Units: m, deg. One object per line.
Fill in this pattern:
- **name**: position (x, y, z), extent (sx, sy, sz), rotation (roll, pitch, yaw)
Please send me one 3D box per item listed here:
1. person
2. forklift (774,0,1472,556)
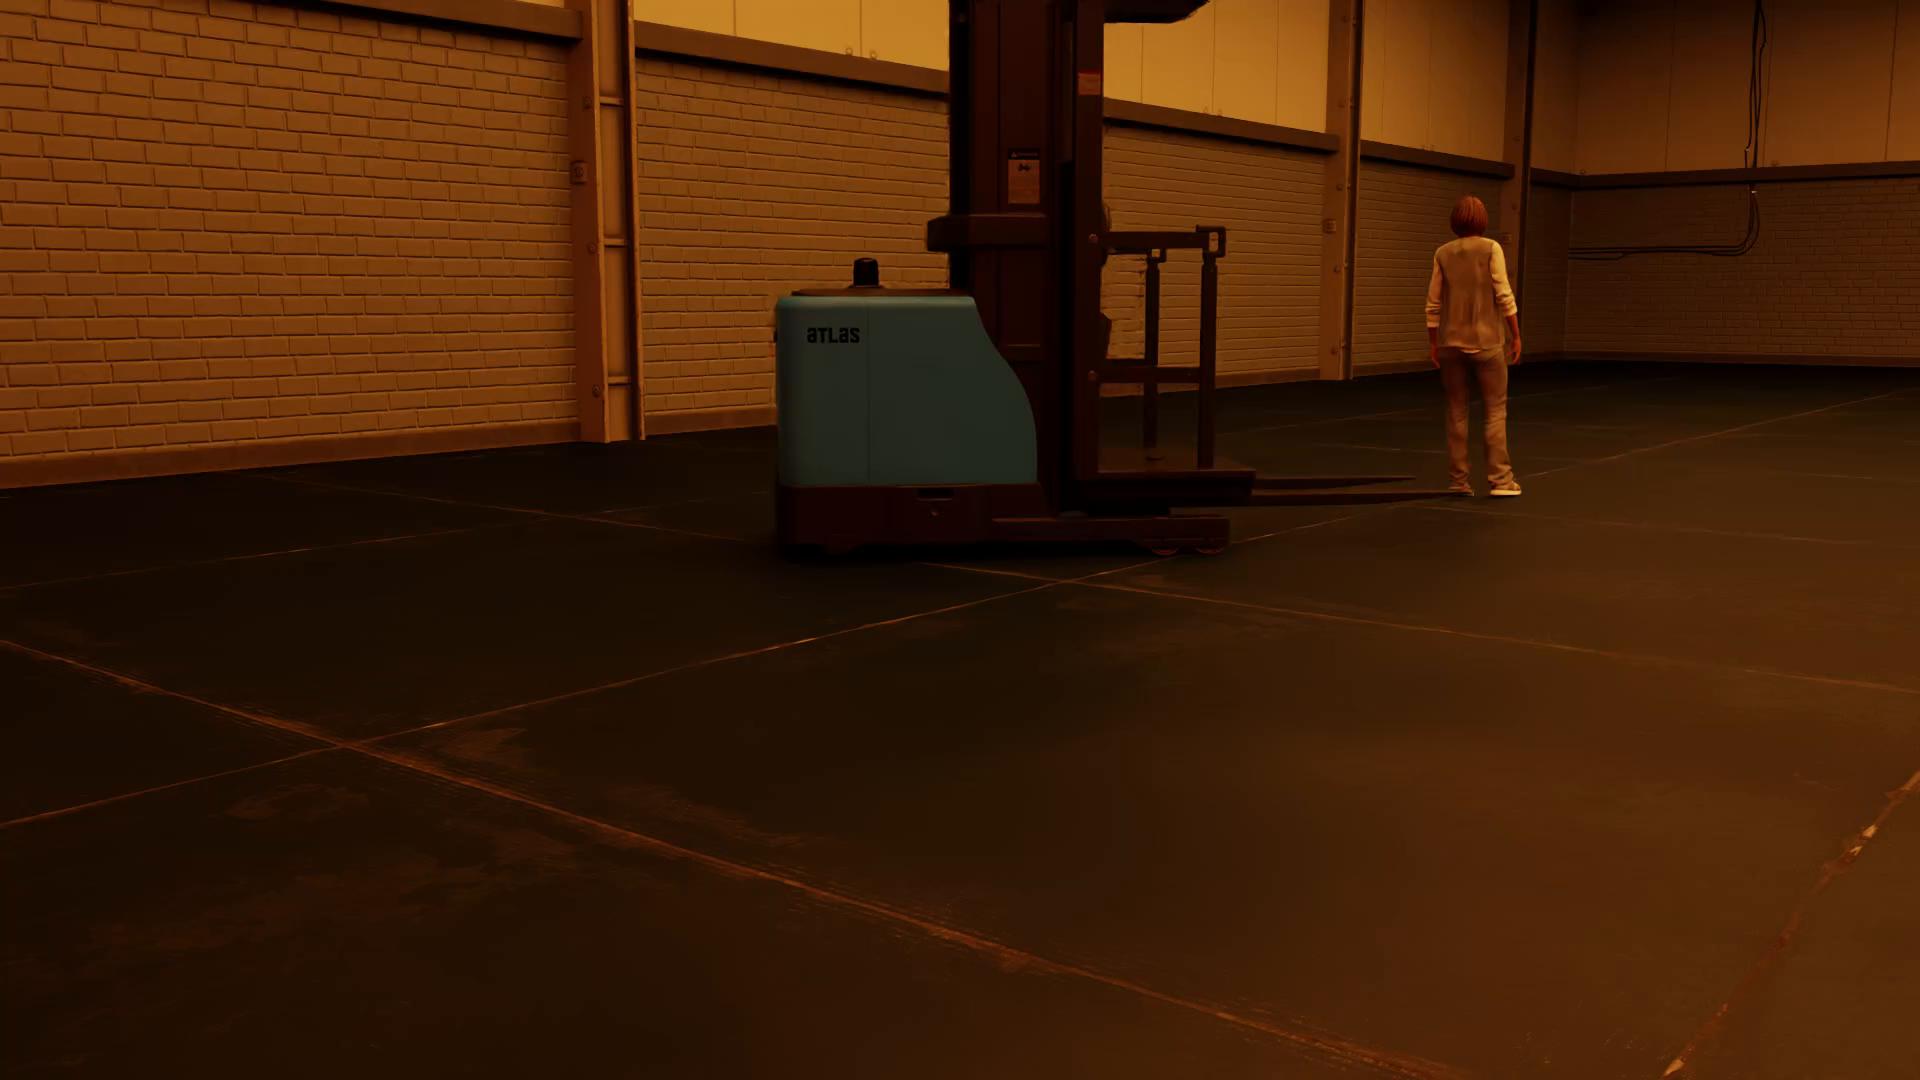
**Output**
- **person**: position (2.780, -1.034, 8.968), extent (0.498, 1.611, 0.428), rotation (6, 10, 37)
- **forklift**: position (0.704, -1.459, 7.254), extent (3.031, 2.935, 1.130), rotation (-1, 8, -7)
